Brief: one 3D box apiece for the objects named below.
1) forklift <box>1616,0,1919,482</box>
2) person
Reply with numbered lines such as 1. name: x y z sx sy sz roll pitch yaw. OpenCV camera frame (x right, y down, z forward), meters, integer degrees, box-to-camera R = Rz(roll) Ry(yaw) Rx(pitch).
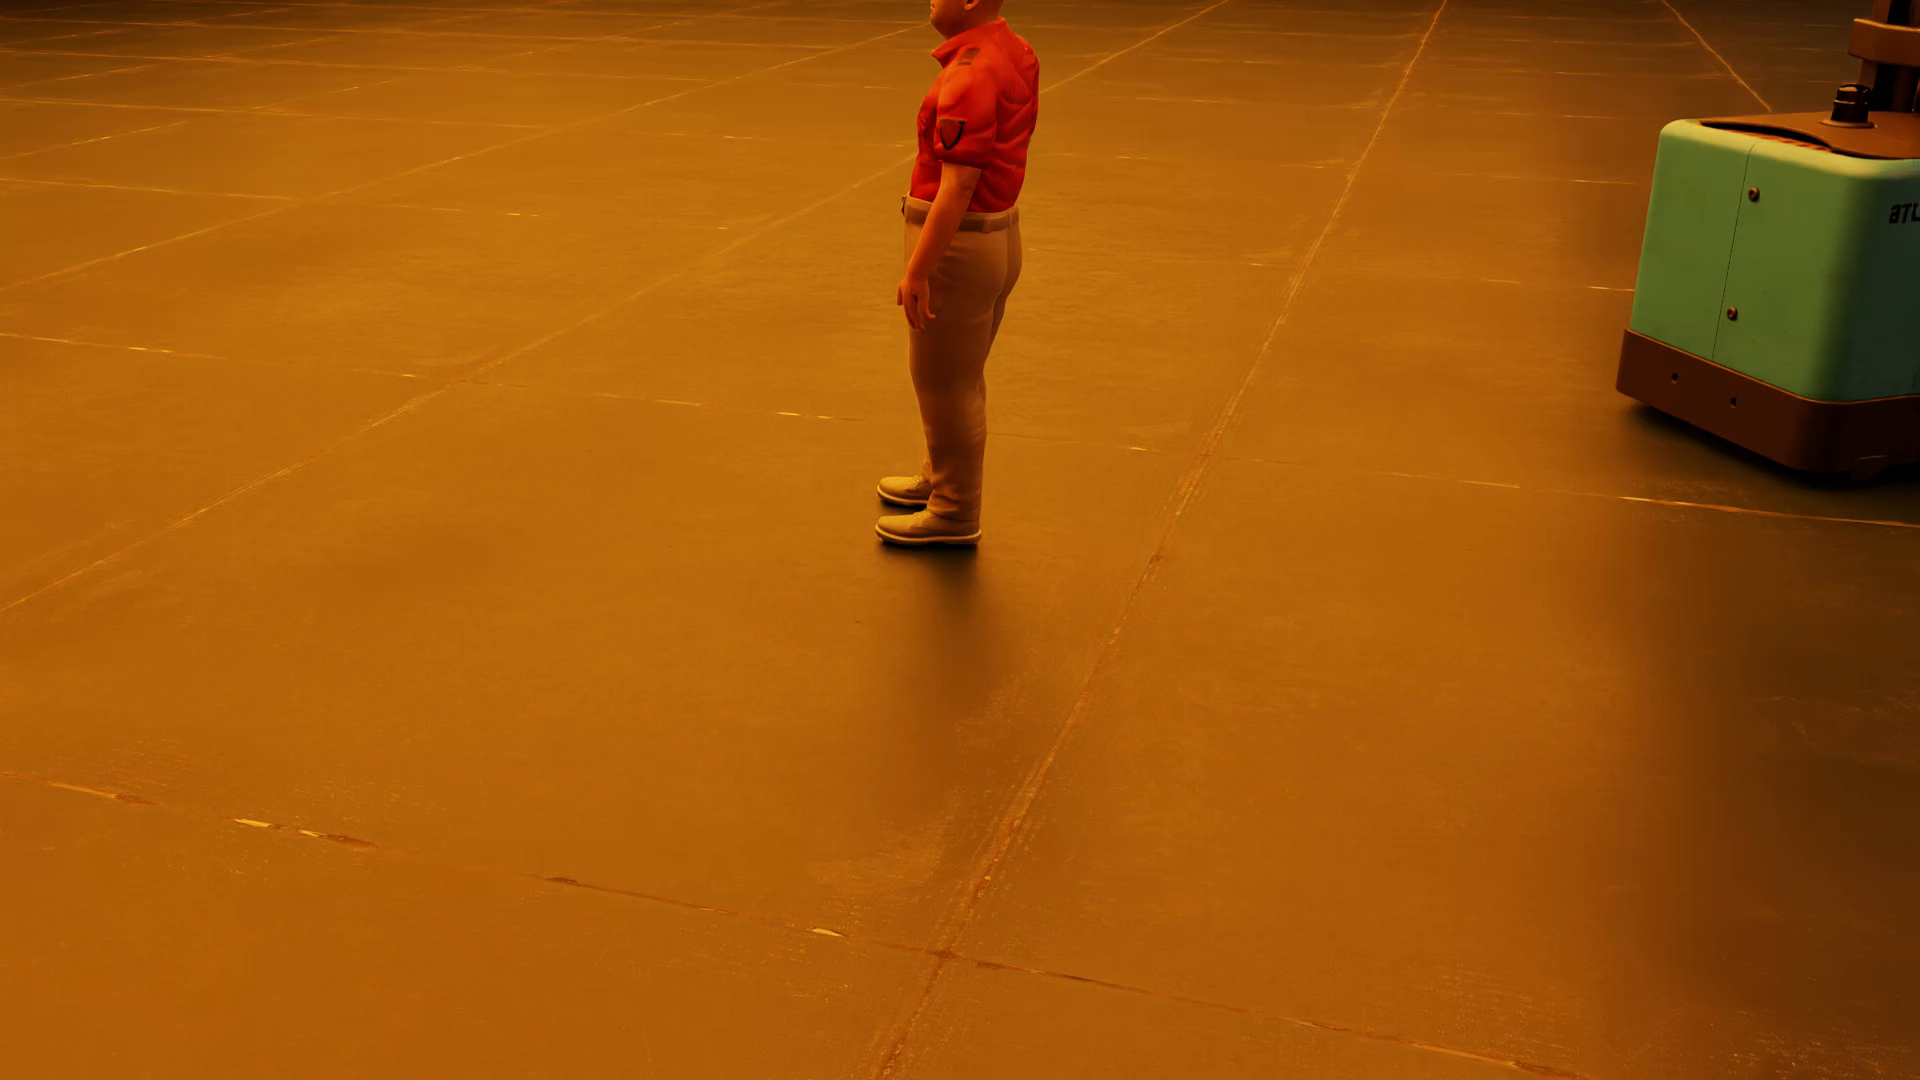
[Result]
1. forklift: 4.066 -1.858 5.780 3.031 2.935 1.130 -7 23 -16
2. person: -0.082 -0.821 4.823 0.550 1.727 0.641 7 23 16
